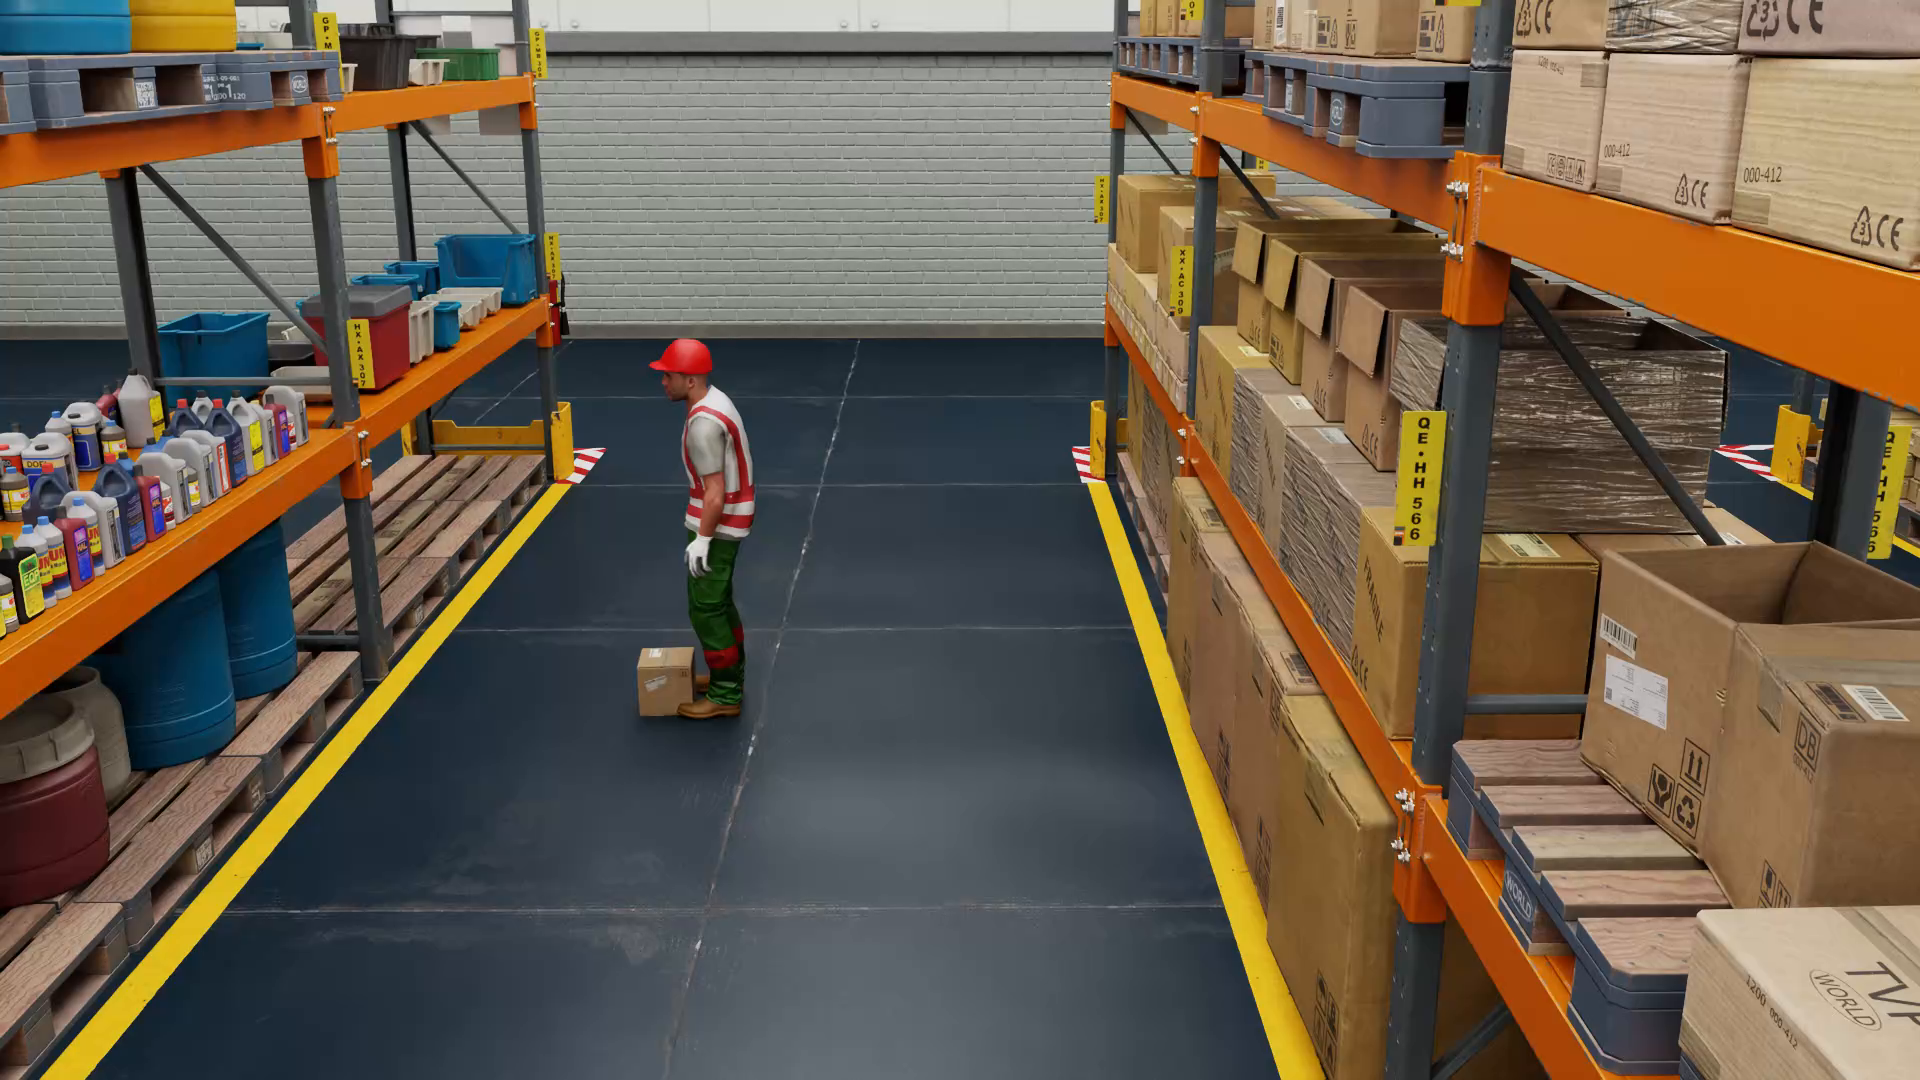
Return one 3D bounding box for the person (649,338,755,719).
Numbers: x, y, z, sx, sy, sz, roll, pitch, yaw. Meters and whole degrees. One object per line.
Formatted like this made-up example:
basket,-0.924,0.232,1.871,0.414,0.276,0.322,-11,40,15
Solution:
person,-1.167,-0.053,7.690,0.446,1.780,0.620,-1,17,-4
